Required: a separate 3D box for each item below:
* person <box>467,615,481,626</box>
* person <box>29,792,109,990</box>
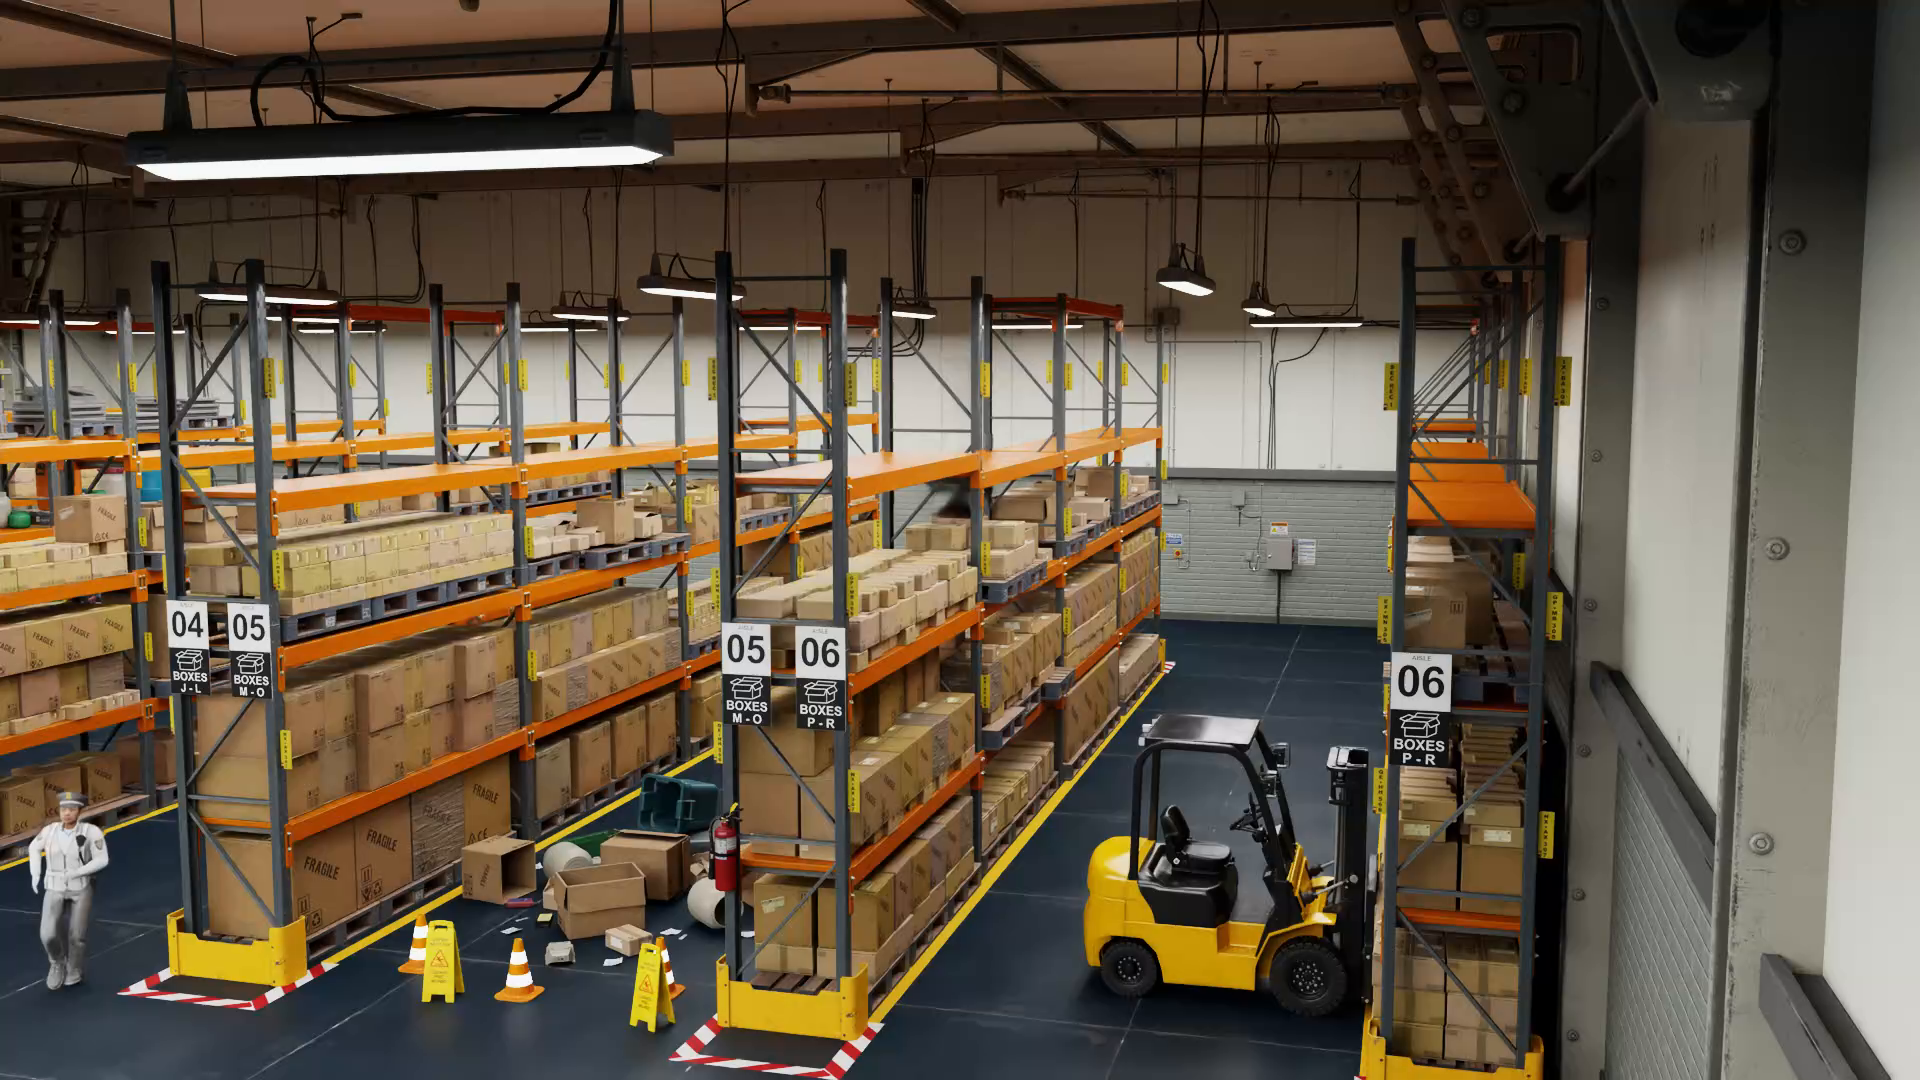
[{"bbox_3d":[-6.761,1.836,23.238,0.708,1.774,0.659,1,6,14],"label":"person"},{"bbox_3d":[-7.361,2.886,13.728,0.614,1.657,0.580,-2,6,-20],"label":"person"}]
